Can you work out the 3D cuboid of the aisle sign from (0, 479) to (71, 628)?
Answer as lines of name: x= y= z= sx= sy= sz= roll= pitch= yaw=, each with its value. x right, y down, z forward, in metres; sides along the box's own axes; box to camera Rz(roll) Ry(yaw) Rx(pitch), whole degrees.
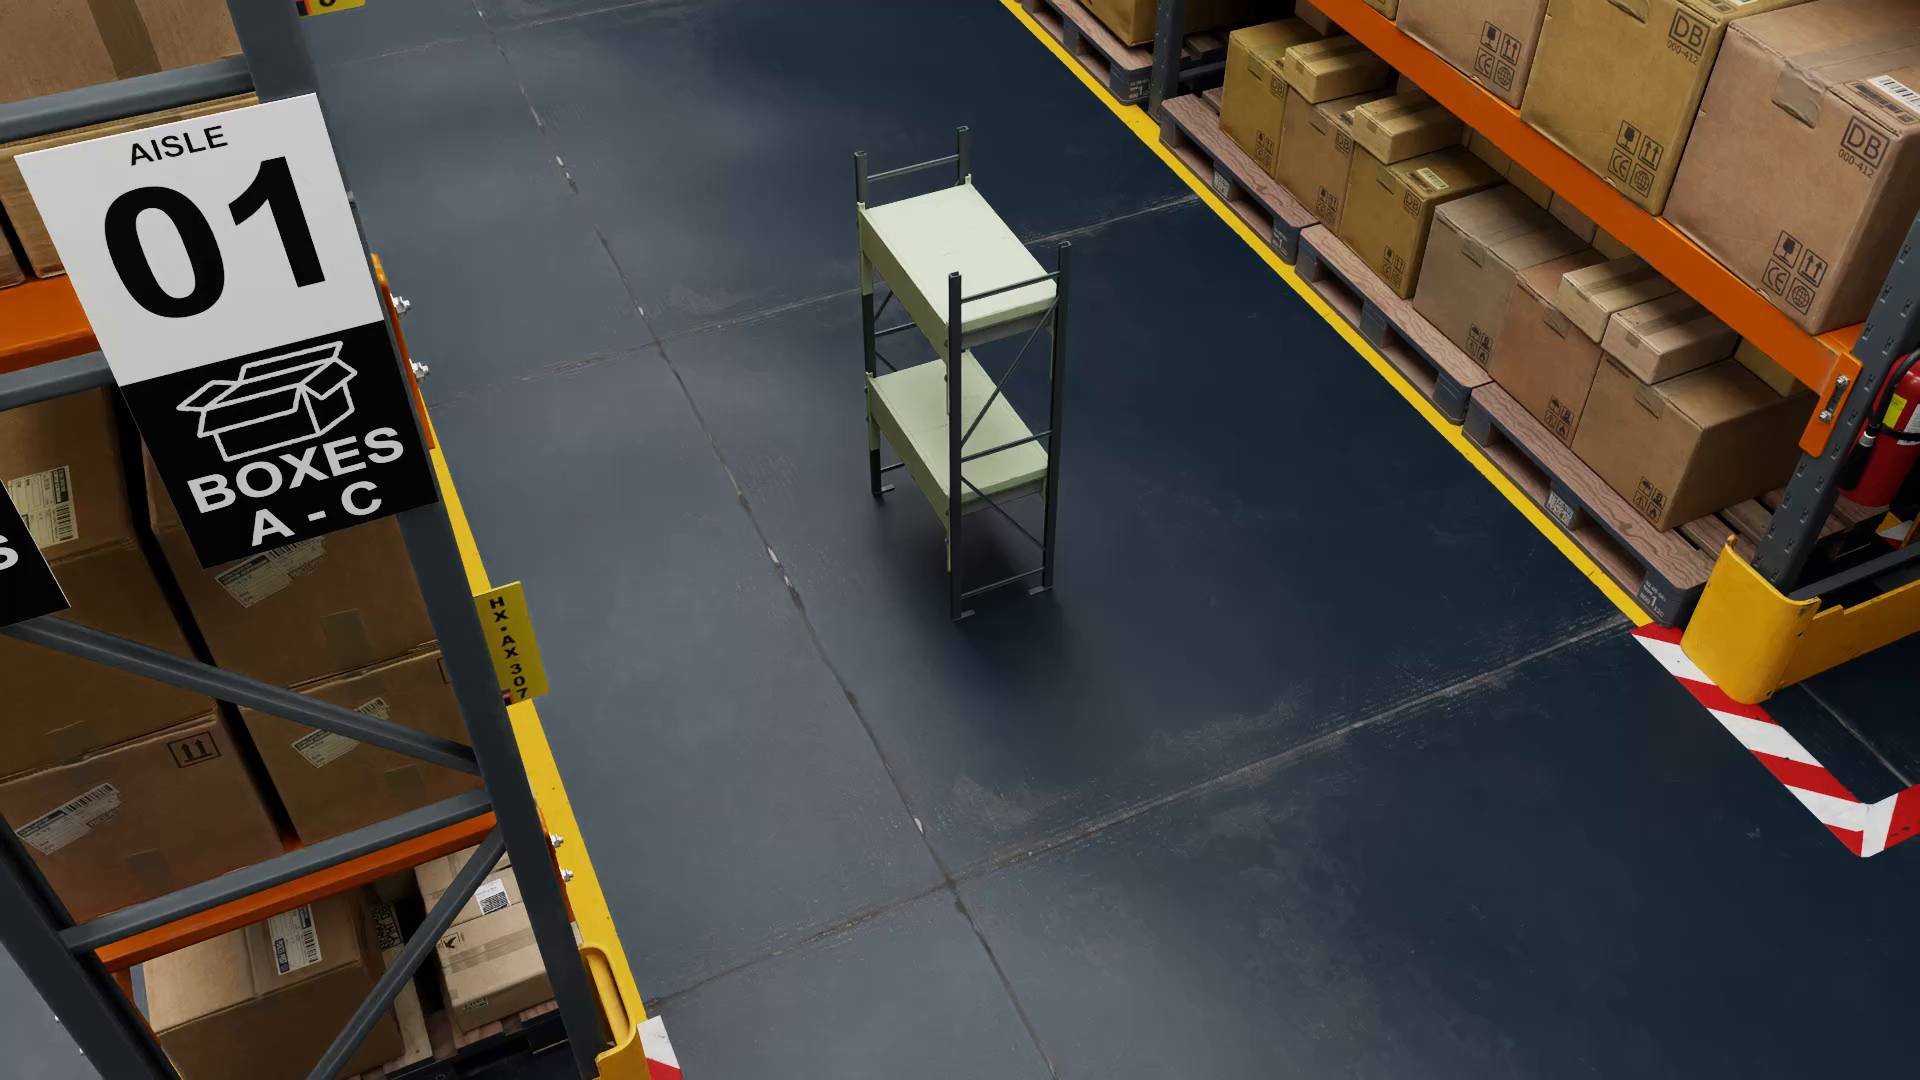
aisle sign: x=-1.630 y=-0.113 z=2.378 sx=0.394 sy=0.787 sz=0.004 roll=-18 pitch=47 yaw=-17

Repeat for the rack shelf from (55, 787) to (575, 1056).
rack shelf: x=-2.221 y=-0.340 z=4.971 sx=1.077 sy=0.370 sz=4.000 roll=-18 pitch=47 yaw=-17

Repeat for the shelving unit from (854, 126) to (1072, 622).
shelving unit: x=-0.003 y=-0.538 z=5.728 sx=0.431 sy=1.500 sz=0.755 roll=-18 pitch=47 yaw=-17

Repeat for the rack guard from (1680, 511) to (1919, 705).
rack guard: x=3.123 y=0.118 z=5.774 sx=1.175 sy=0.500 sz=0.348 roll=-18 pitch=47 yaw=-17

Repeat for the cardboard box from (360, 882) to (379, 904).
cardboard box: x=-1.921 y=0.972 z=4.833 sx=0.380 sy=0.166 sz=0.250 roll=-18 pitch=47 yaw=-17

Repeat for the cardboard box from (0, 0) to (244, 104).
cardboard box: x=-1.360 y=-0.918 z=2.660 sx=0.500 sy=0.250 sz=0.500 roll=-18 pitch=47 yaw=-17

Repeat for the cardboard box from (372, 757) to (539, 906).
cardboard box: x=-1.562 y=0.752 z=4.997 sx=0.500 sy=0.250 sz=0.500 roll=-18 pitch=47 yaw=-17

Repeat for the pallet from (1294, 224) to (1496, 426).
pallet: x=2.196 y=-1.057 z=7.171 sx=1.003 sy=0.211 sz=1.213 roll=-18 pitch=47 yaw=-17

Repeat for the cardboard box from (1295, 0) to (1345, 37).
cardboard box: x=1.771 y=-2.470 z=7.637 sx=0.380 sy=0.149 sz=0.250 roll=-18 pitch=47 yaw=-18

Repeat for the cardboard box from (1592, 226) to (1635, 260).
cardboard box: x=2.643 y=-1.155 z=6.304 sx=0.380 sy=0.149 sz=0.250 roll=-18 pitch=47 yaw=-17

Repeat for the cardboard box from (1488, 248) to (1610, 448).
cardboard box: x=2.517 y=-0.782 z=6.387 sx=0.700 sy=0.500 sz=0.500 roll=-18 pitch=47 yaw=-18

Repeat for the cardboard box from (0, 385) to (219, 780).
cardboard box: x=-1.817 y=0.085 z=3.245 sx=0.500 sy=0.500 sz=0.500 roll=-18 pitch=48 yaw=-18

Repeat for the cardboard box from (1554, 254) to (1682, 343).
cardboard box: x=2.400 y=-0.884 z=6.030 sx=0.380 sy=0.149 sz=0.250 roll=-17 pitch=47 yaw=-16

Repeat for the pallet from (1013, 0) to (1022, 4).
pallet: x=0.521 y=-3.591 z=9.739 sx=1.003 sy=0.211 sz=1.213 roll=-18 pitch=47 yaw=-17

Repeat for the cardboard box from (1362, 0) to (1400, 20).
cardboard box: x=1.946 y=-2.625 z=6.561 sx=0.980 sy=0.700 sz=0.700 roll=-19 pitch=48 yaw=-18

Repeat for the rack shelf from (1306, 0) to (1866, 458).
rack shelf: x=2.272 y=-1.805 z=6.456 sx=1.077 sy=0.370 sz=4.000 roll=-18 pitch=47 yaw=-17

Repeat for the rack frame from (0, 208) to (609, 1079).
rack frame: x=-1.380 y=0.679 z=3.427 sx=1.000 sy=3.000 sz=0.127 roll=-18 pitch=47 yaw=-17

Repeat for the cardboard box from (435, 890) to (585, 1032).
cardboard box: x=-1.245 y=1.169 z=4.647 sx=0.380 sy=0.149 sz=0.250 roll=-18 pitch=47 yaw=-17

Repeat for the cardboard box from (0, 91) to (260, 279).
cardboard box: x=-1.366 y=-0.738 z=2.834 sx=0.500 sy=0.250 sz=0.500 roll=-18 pitch=47 yaw=-17

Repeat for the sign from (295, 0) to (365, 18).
sign: x=-0.888 y=-0.861 z=2.229 sx=0.100 sy=0.325 sz=0.005 roll=-18 pitch=47 yaw=-17

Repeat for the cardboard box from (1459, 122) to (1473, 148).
cardboard box: x=2.211 y=-1.806 z=6.964 sx=0.380 sy=0.149 sz=0.250 roll=-18 pitch=47 yaw=-17

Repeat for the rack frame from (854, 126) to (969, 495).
rack frame: x=-0.157 y=-0.771 z=5.964 sx=0.400 sy=1.500 sz=0.023 roll=-18 pitch=47 yaw=-17

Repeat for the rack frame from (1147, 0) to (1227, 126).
rack frame: x=1.431 y=-3.336 z=7.495 sx=1.000 sy=3.000 sz=0.127 roll=-18 pitch=47 yaw=-17

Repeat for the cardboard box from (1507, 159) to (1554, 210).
cardboard box: x=2.427 y=-1.481 z=6.634 sx=0.380 sy=0.149 sz=0.250 roll=-18 pitch=47 yaw=-17

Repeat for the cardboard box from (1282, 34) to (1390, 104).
cardboard box: x=1.631 y=-2.047 z=7.208 sx=0.380 sy=0.149 sz=0.250 roll=-17 pitch=47 yaw=-16

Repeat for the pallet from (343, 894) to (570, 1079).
pallet: x=-1.748 y=1.115 z=4.970 sx=1.003 sy=0.211 sz=1.213 roll=-18 pitch=47 yaw=-17

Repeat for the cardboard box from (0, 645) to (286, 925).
cardboard box: x=-1.816 y=0.438 z=3.599 sx=0.500 sy=0.500 sz=0.500 roll=-17 pitch=47 yaw=-16

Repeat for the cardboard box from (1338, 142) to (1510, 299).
cardboard box: x=2.074 y=-1.440 z=7.054 sx=0.700 sy=0.500 sz=0.500 roll=-17 pitch=47 yaw=-16

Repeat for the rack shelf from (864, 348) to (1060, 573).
rack shelf: x=-0.003 y=-0.306 z=5.957 sx=0.431 sy=0.370 sz=0.720 roll=-18 pitch=47 yaw=-17

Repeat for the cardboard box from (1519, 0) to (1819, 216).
cardboard box: x=2.573 y=-1.676 z=5.599 sx=0.980 sy=0.700 sz=0.700 roll=-18 pitch=48 yaw=-18

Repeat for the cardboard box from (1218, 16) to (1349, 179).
cardboard box: x=1.652 y=-2.089 z=7.712 sx=0.700 sy=0.500 sz=0.500 roll=-17 pitch=47 yaw=-17
